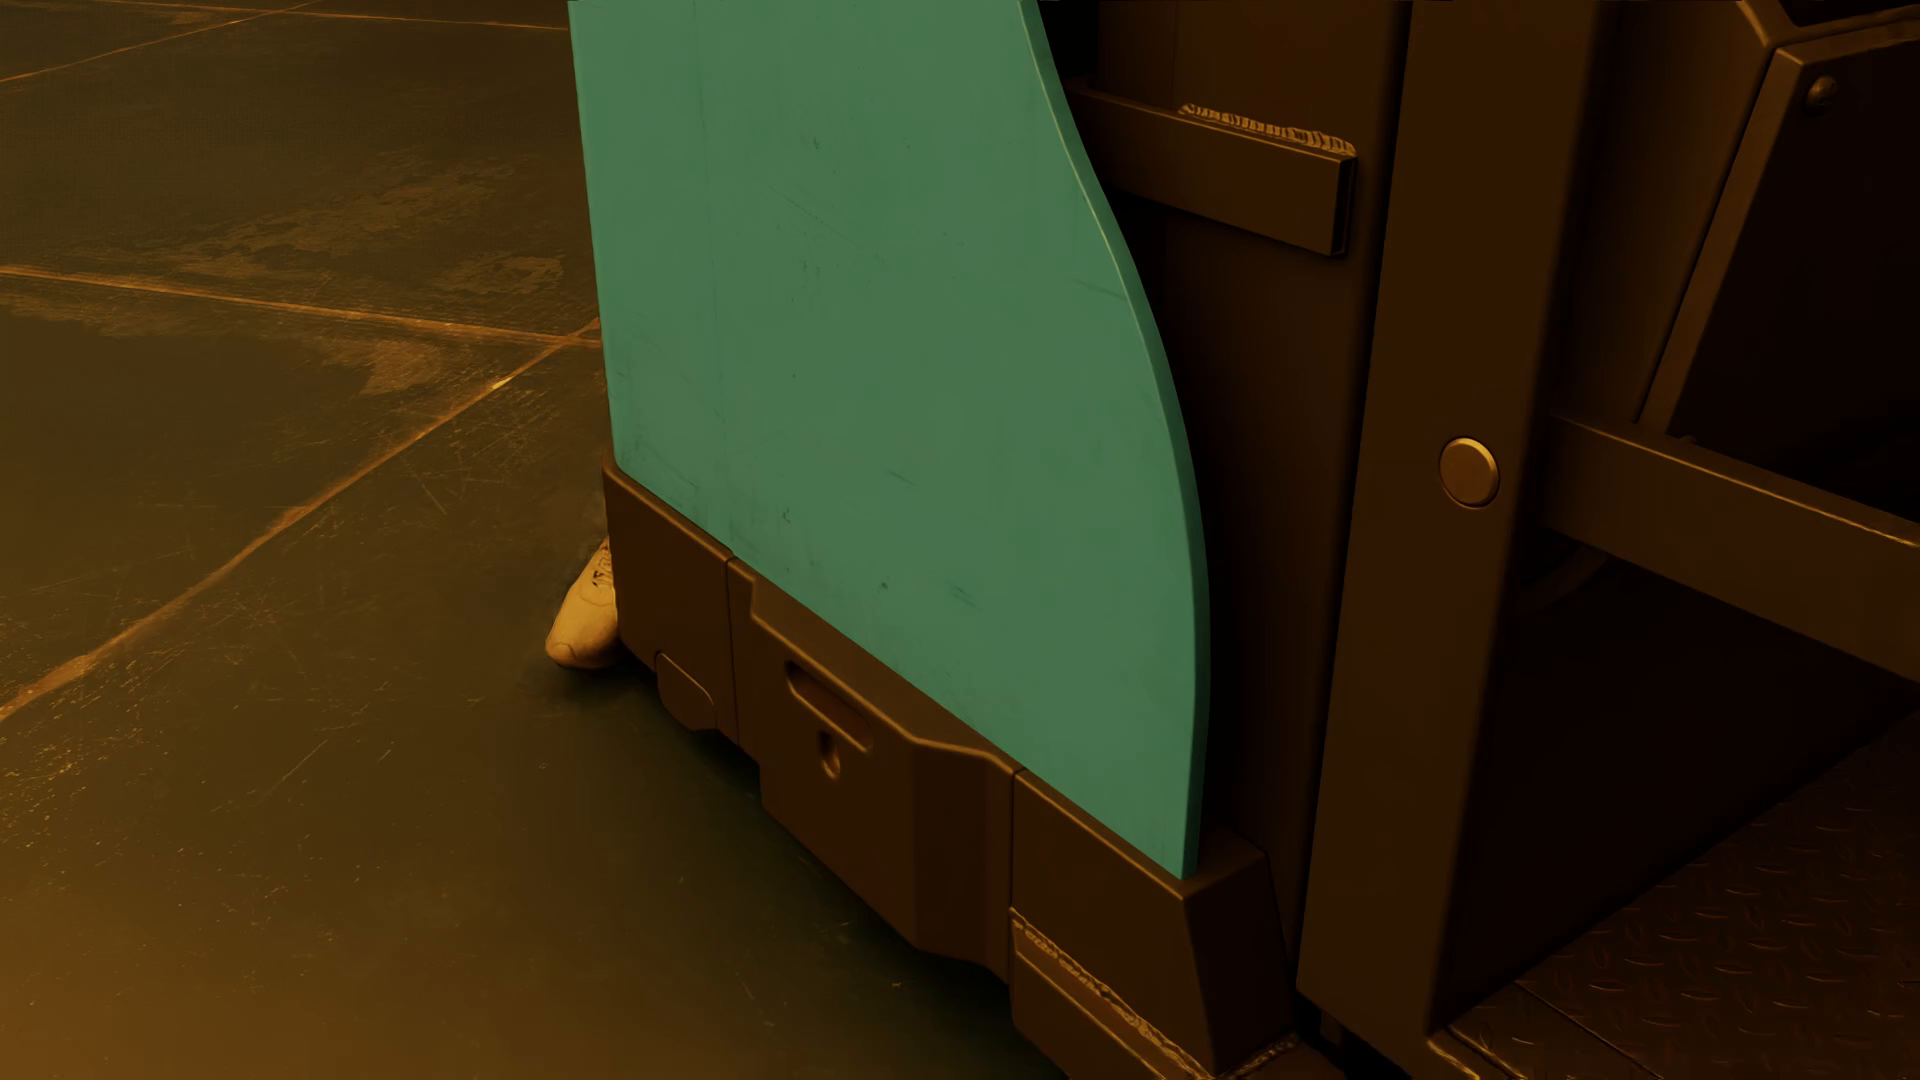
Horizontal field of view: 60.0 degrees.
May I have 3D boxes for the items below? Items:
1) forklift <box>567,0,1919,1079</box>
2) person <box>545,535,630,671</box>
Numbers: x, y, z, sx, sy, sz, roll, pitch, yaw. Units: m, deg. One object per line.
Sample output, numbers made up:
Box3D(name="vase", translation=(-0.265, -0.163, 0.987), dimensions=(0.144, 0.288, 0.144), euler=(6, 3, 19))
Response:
Box3D(name="forklift", translation=(0.853, -0.737, 0.720), dimensions=(1.130, 2.935, 3.031), euler=(-19, 33, -32))
Box3D(name="person", translation=(0.107, -0.706, 2.245), dimensions=(1.618, 1.500, 0.804), euler=(-20, 33, -34))
